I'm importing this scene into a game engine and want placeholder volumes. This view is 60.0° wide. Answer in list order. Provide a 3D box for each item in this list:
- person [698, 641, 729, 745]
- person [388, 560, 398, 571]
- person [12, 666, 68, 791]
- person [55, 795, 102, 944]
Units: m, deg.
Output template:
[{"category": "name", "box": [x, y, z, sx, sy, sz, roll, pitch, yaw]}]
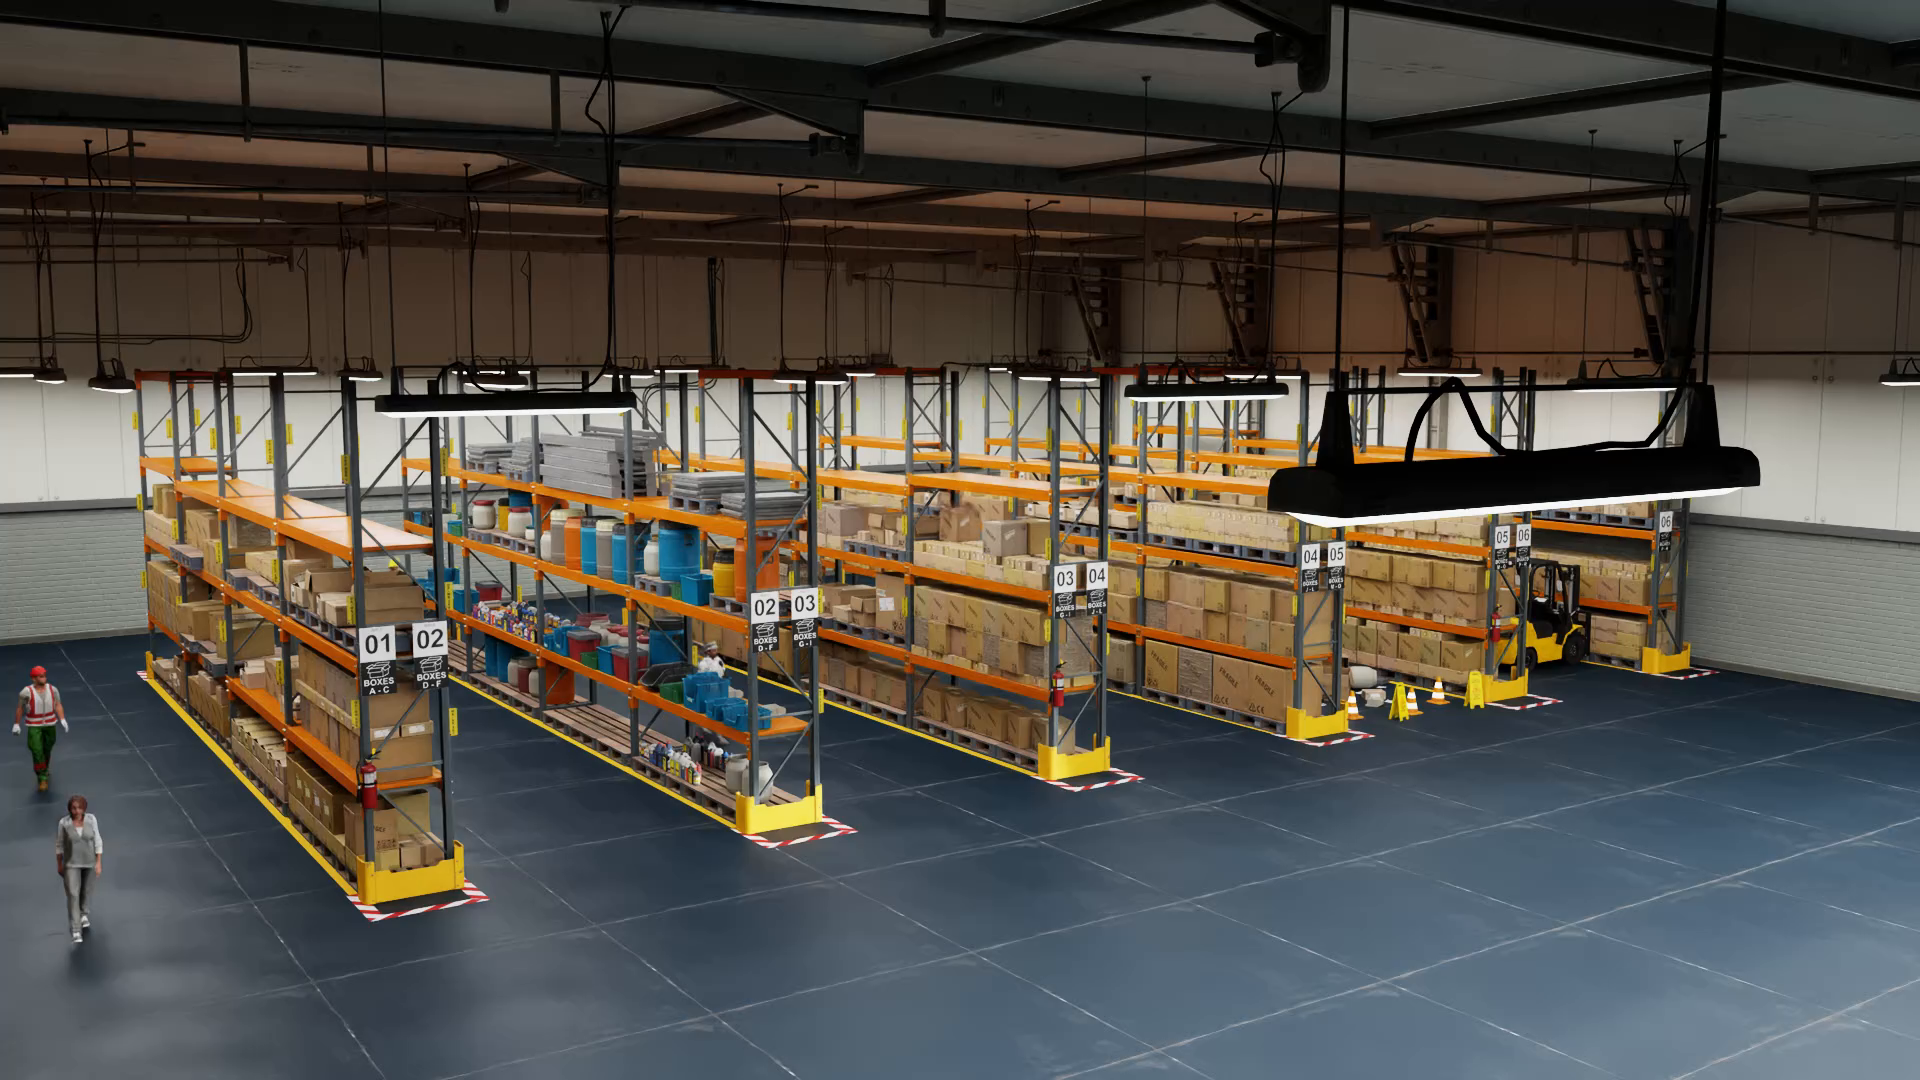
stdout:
[{"category": "person", "box": [-4.013, 2.444, 27.083, 0.536, 1.628, 1.058, -6, 9, -43]}, {"category": "person", "box": [-12.560, 1.295, 36.891, 0.561, 1.698, 1.098, 0, 6, 1]}, {"category": "person", "box": [-13.418, 2.707, 24.277, 0.675, 1.738, 1.025, -6, 9, -42]}, {"category": "person", "box": [-9.498, 3.525, 17.967, 0.440, 1.530, 0.975, -6, 8, -40]}]
